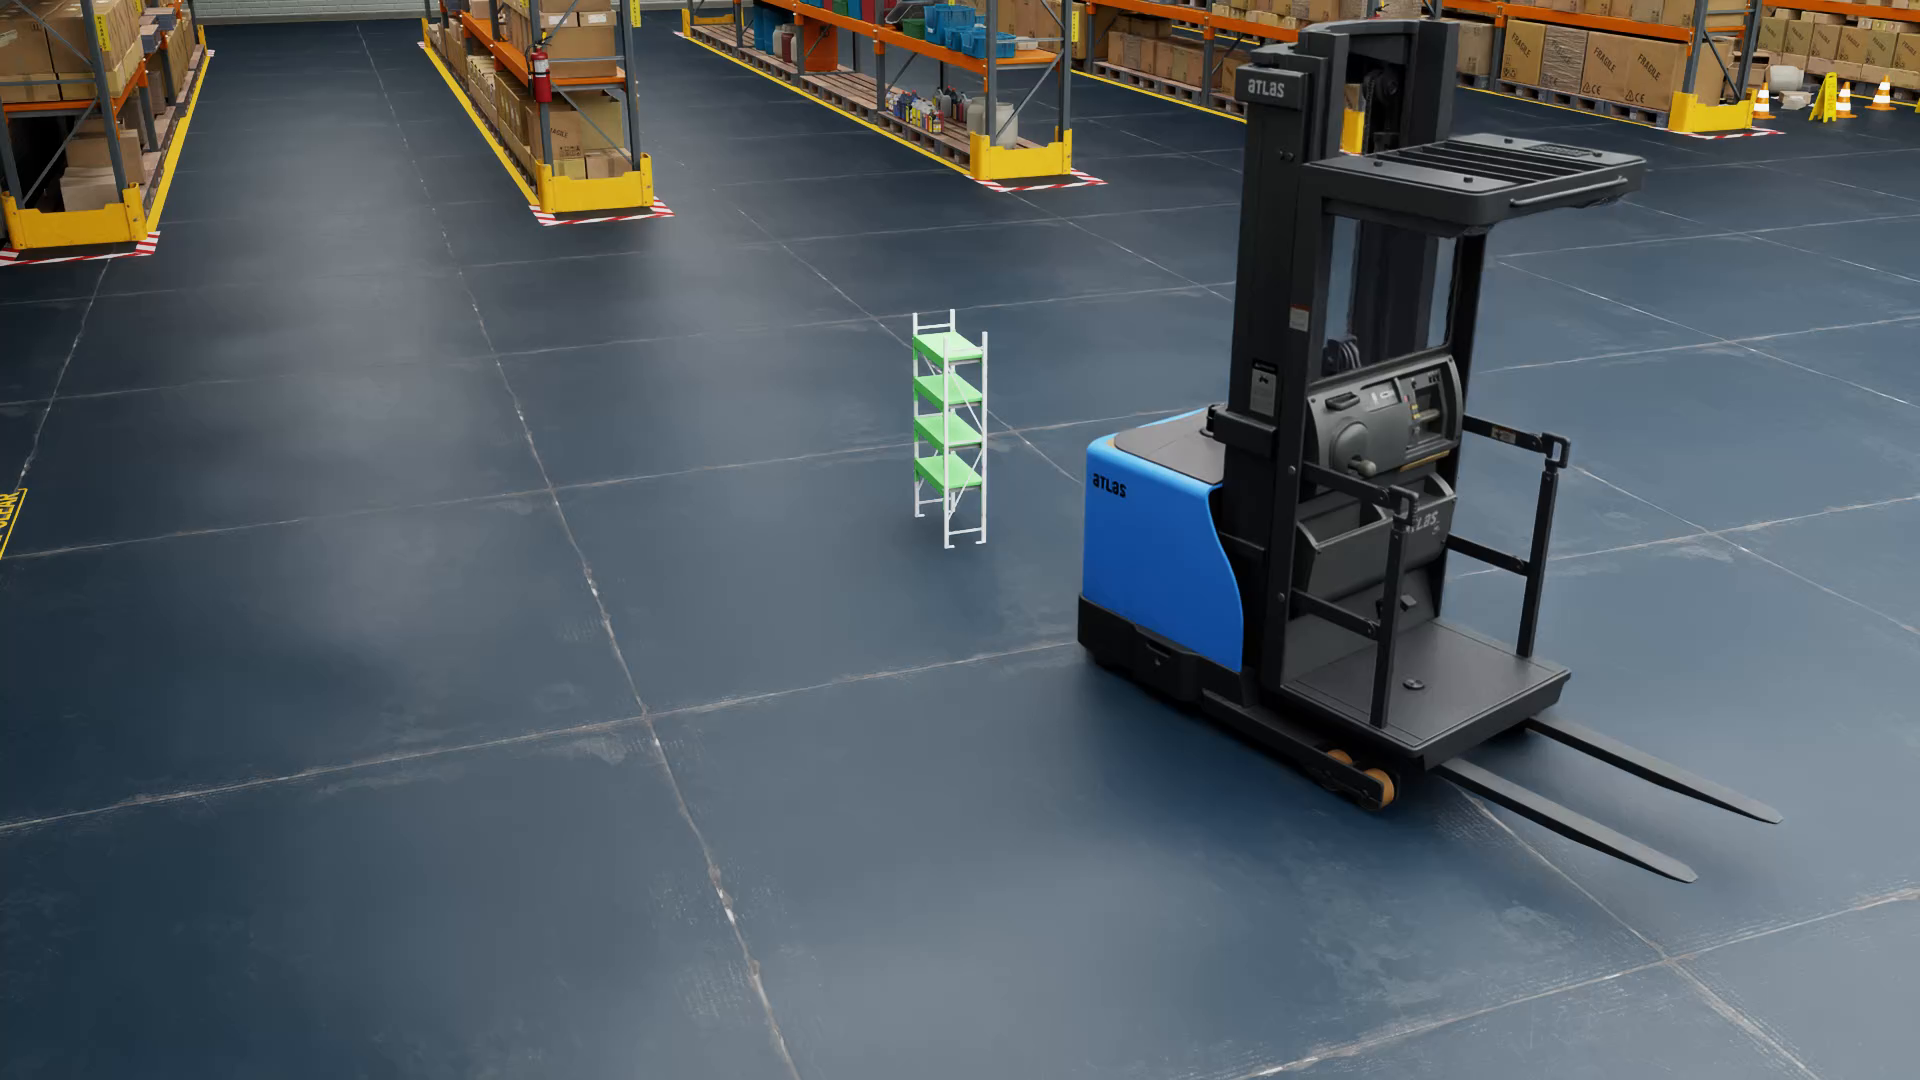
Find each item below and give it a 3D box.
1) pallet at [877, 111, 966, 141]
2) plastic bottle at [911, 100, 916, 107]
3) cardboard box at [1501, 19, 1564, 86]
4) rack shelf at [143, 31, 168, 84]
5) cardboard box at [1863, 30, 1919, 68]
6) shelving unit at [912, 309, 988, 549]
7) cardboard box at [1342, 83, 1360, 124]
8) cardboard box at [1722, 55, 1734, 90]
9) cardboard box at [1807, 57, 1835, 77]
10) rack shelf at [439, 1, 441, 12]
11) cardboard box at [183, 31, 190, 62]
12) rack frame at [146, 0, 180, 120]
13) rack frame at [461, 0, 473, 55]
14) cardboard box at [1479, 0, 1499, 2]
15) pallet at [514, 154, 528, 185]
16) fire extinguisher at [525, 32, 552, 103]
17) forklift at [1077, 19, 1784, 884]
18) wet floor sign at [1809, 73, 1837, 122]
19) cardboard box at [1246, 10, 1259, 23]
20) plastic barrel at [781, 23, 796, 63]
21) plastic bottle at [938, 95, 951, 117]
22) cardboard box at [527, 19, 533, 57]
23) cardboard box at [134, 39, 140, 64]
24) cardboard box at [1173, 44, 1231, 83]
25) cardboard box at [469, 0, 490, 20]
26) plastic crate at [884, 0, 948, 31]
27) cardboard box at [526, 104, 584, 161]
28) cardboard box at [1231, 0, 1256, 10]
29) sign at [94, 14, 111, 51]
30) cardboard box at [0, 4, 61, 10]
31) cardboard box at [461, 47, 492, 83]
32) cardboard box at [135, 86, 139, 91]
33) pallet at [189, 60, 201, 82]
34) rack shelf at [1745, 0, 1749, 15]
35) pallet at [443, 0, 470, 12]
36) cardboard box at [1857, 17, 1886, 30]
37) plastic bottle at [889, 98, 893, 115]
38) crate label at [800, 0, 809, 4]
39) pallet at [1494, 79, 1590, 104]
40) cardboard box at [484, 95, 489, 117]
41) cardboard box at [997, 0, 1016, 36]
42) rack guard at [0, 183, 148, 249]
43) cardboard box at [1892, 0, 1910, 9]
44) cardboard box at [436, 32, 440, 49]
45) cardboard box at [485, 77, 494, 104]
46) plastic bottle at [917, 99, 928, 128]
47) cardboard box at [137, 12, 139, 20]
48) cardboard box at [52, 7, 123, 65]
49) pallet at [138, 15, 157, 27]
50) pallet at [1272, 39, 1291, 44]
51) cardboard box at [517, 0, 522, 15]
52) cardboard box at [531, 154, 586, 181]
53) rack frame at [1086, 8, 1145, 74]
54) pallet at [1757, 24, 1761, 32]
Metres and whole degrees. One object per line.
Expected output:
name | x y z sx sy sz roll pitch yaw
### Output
pallet | -0.440 -5.528 22.094 1.003 0.211 1.213 -8 24 -19
plastic bottle | -0.587 -5.541 21.482 0.097 0.271 0.097 0 23 0
cardboard box | 8.828 -7.363 25.051 0.875 0.875 0.875 -8 24 -18
rack shelf | -10.613 -6.099 20.784 1.077 0.370 4.000 -8 24 -19
cardboard box | 13.965 -7.365 24.897 0.500 0.500 0.500 -7 24 -17
shelving unit | -0.058 -0.613 9.160 0.258 1.200 0.503 -8 24 -19
cardboard box | 5.204 -5.560 21.257 0.500 0.500 0.500 -4 23 -9
cardboard box | 11.353 -7.190 25.487 0.797 0.637 0.503 -8 24 -19
cardboard box | 13.611 -7.392 25.927 0.500 0.250 0.500 -9 24 -20
rack shelf | -8.806 -9.687 29.297 1.077 0.370 4.000 -8 24 -19
cardboard box | -12.901 -7.938 26.899 0.700 0.500 0.500 -8 24 -18
rack frame | -11.319 -7.157 22.369 1.000 3.000 0.127 -8 24 -19
rack frame | -6.686 -7.838 23.984 1.000 3.000 0.127 -8 24 -19
cardboard box | 8.237 -8.585 25.629 0.500 0.500 0.500 -8 24 -19
pallet | -4.597 -4.361 19.325 1.003 0.211 1.213 -8 24 -19
fire extinguisher | -4.253 -4.789 16.850 0.296 0.674 0.183 -8 24 -19
forklift | 1.873 -0.484 6.624 1.130 2.935 3.031 -17 28 -35
wet floor sign | 11.947 -6.109 22.914 0.267 0.644 0.232 -13 26 -28
cardboard box | 4.128 -7.142 22.656 0.380 0.149 0.250 -8 24 -19
plastic barrel | -2.639 -8.184 27.370 0.600 0.588 0.708 -8 24 -19
plastic bottle | -0.203 -5.717 21.892 0.152 0.276 0.135 -8 24 -19
cardboard box | -4.373 -5.520 18.356 0.700 0.500 0.500 -8 24 -19
cardboard box | -9.287 -5.331 18.204 0.500 0.250 0.500 -8 24 -19
cardboard box | 3.648 -7.195 25.111 0.700 0.500 0.500 -8 24 -19
cardboard box | -6.552 -7.445 23.168 0.500 0.311 0.500 -9 24 -20
plastic crate | -0.572 -6.827 21.665 0.767 0.338 0.504 -8 24 -19
cardboard box | -4.328 -4.357 17.760 0.500 0.500 0.500 -8 24 -19
cardboard box | 4.240 -7.567 22.830 0.875 0.500 0.500 -8 24 -19
sign | -7.986 -4.724 15.481 0.100 0.325 0.005 -8 24 -19
cardboard box | -9.214 -5.050 16.570 0.500 0.500 0.500 -9 24 -20
cardboard box | -7.236 -7.197 25.114 0.500 0.500 0.500 -7 24 -17
cardboard box | -10.554 -5.391 20.832 0.700 0.500 0.500 -8 24 -18
pallet | -12.928 -7.612 27.040 1.003 0.211 1.213 -8 24 -19
rack shelf | 12.560 -9.497 28.848 1.077 0.370 4.000 -8 24 -19
pallet | -6.992 -7.986 24.583 1.213 0.211 1.003 -8 24 -19
cardboard box | 13.783 -7.787 25.062 0.380 0.149 0.250 -7 24 -17
plastic bottle | -0.900 -5.763 22.098 0.097 0.201 0.097 0 23 0
crate label | -2.253 -8.235 25.141 0.303 0.233 0.416 -8 24 -19
pallet | 8.867 -6.814 25.146 1.003 0.211 1.213 -8 24 -19
cardboard box | -6.049 -5.792 22.129 0.500 0.250 0.500 -8 24 -18
cardboard box | 1.414 -9.634 30.440 1.225 0.875 0.875 -8 24 -19
rack guard | -8.520 -3.126 16.023 1.175 0.500 0.348 -8 24 -19
cardboard box | 13.964 -7.902 24.459 0.380 0.149 0.250 -8 24 -18
cardboard box | -8.831 -8.696 28.915 0.500 0.311 0.500 -8 24 -19
cardboard box | -5.874 -5.866 21.582 0.500 0.311 0.500 -8 24 -18
plastic bottle | -0.459 -5.404 21.054 0.144 0.351 0.185 -7 24 -17
cardboard box | -10.507 -6.581 20.307 0.700 0.500 0.500 -5 23 -12
cardboard box | -8.546 -4.932 16.290 0.500 0.500 0.500 -8 24 -19
pallet | -10.582 -6.355 20.713 1.003 0.211 1.213 -8 24 -19
pallet | 6.556 -9.281 30.999 1.003 0.211 1.213 -8 24 -19
cardboard box | -4.723 -5.952 18.546 0.380 0.149 0.250 -9 24 -20
cardboard box | -4.326 -4.012 17.906 0.500 0.250 0.500 -8 24 -19
rack frame | 2.583 -9.196 27.206 1.000 3.000 0.127 -8 24 -19
pallet | 16.267 -10.229 33.249 1.003 0.211 1.213 -8 24 -19
